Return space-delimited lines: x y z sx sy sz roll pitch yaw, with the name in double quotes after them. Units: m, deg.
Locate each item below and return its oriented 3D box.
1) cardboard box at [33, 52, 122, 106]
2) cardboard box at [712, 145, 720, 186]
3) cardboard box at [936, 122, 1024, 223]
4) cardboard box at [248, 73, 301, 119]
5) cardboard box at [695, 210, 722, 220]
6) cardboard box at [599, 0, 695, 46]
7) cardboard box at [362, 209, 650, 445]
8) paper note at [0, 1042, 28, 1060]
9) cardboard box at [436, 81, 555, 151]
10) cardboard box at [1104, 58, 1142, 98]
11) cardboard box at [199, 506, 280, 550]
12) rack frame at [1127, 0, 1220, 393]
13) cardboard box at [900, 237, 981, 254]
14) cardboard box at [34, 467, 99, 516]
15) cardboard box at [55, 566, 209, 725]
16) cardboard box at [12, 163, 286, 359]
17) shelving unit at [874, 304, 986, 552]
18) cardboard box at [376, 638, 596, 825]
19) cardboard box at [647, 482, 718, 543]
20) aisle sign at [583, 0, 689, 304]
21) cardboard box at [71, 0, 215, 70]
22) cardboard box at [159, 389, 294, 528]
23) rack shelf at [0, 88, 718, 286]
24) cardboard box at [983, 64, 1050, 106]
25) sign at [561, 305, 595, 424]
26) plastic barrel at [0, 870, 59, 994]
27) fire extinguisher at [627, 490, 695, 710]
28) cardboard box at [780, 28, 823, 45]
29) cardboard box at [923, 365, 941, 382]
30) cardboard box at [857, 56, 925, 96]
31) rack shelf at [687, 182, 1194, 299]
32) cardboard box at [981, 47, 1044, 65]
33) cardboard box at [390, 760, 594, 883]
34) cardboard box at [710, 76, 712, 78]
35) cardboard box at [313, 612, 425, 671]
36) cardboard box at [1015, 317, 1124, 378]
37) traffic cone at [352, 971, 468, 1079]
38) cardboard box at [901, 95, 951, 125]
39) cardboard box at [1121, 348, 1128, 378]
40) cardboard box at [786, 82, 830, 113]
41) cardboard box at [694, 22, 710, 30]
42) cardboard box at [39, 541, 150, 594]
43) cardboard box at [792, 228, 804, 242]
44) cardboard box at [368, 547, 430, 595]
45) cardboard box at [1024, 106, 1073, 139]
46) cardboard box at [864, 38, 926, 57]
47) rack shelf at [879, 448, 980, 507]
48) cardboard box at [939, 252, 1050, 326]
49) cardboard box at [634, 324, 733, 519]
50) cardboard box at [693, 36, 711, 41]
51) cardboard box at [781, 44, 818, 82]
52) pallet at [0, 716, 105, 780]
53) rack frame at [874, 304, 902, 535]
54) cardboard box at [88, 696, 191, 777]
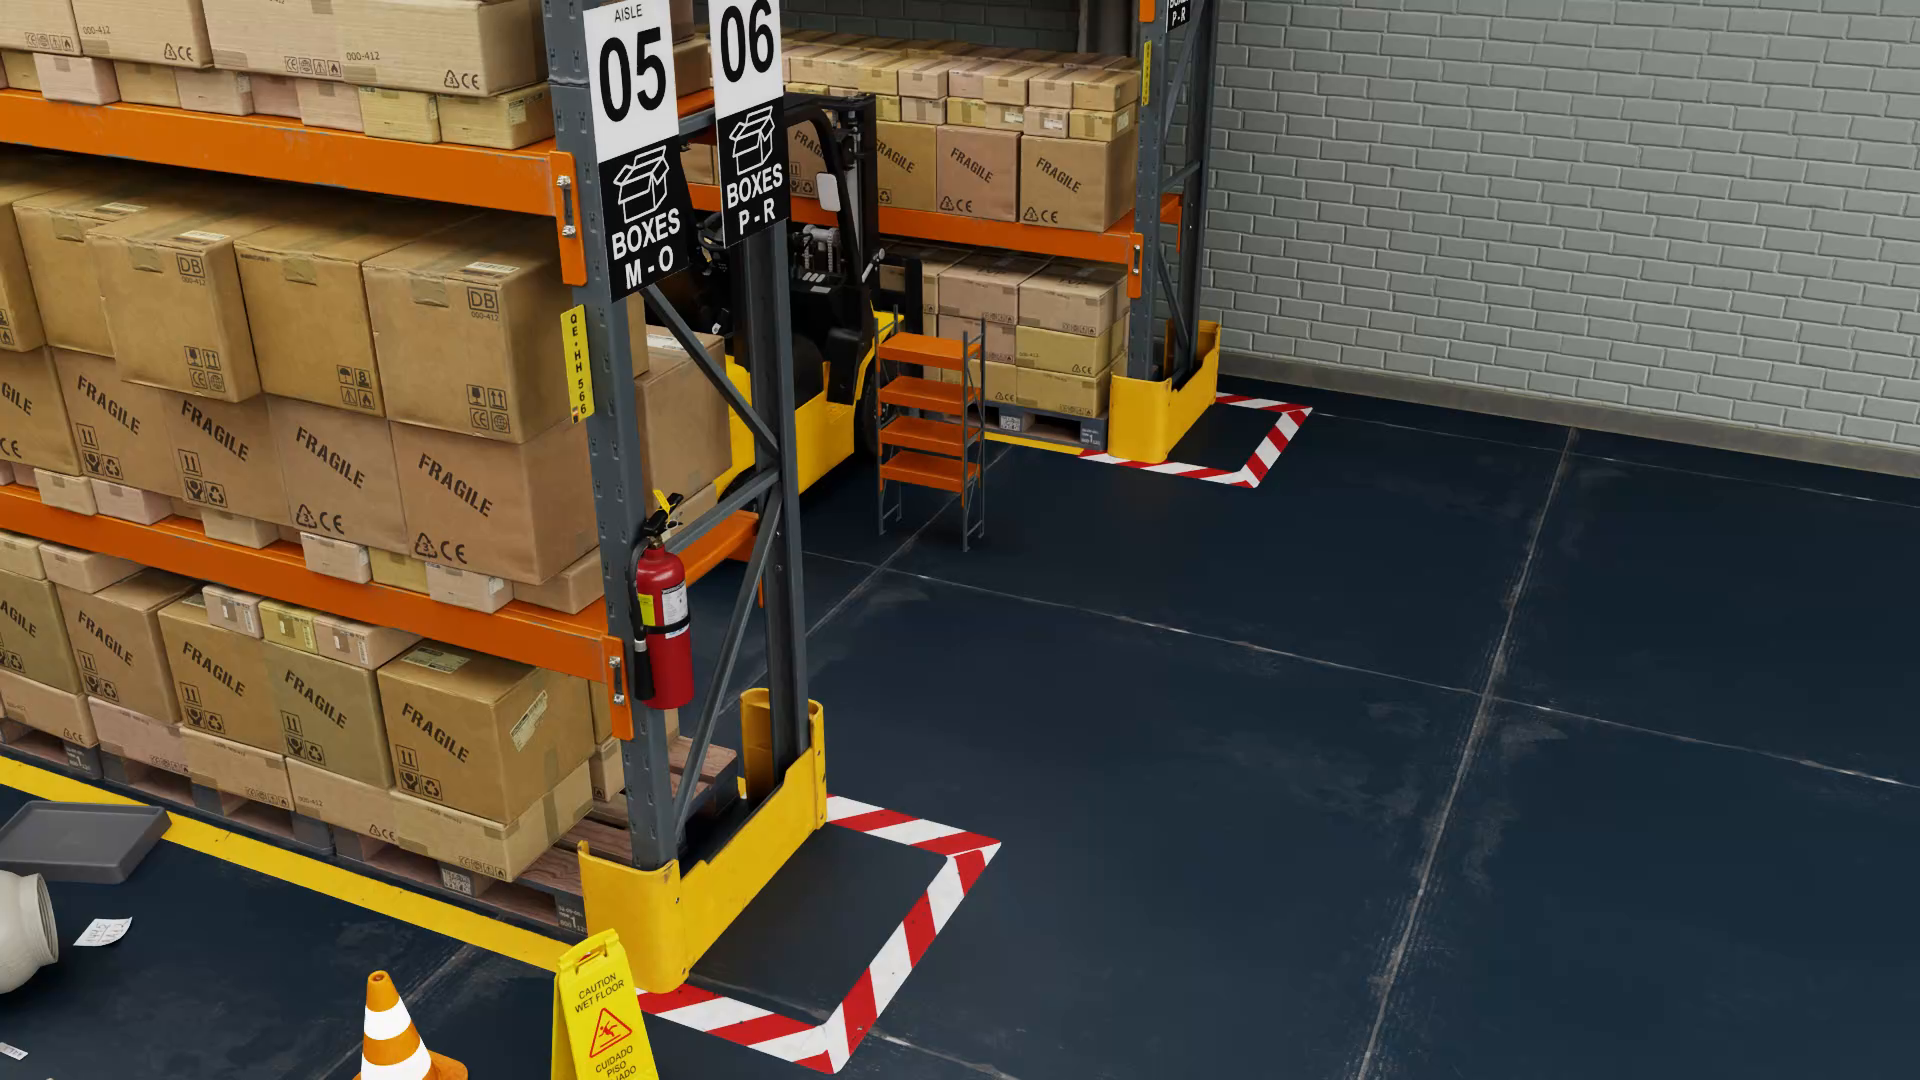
-2.686 -1.501 5.292 0.250 0.149 0.380 11 28 21 "cardboard box"
-1.181 -2.458 10.234 0.500 0.500 0.500 11 28 21 "cardboard box"
0.197 -2.177 9.662 0.500 0.500 0.500 12 29 23 "cardboard box"
-1.941 -1.406 5.098 0.250 0.149 0.380 12 28 22 "cardboard box"
-1.424 -2.085 11.095 0.500 0.250 0.500 11 28 21 "cardboard box"
-1.177 -1.664 5.170 0.500 0.250 0.500 11 28 21 "cardboard box"
-1.384 -0.685 5.164 0.500 0.500 0.700 11 28 21 "cardboard box"
-3.072 1.653 5.380 0.123 0.001 0.032 11 28 22 "paper note"
-1.270 -1.238 4.758 0.250 0.149 0.380 11 28 22 "cardboard box"
1.005 -2.666 9.584 0.250 0.149 0.380 11 28 21 "cardboard box"
-2.451 -0.128 5.898 0.250 0.149 0.380 11 28 21 "cardboard box"
1.222 -2.049 9.516 0.127 3.000 1.000 11 28 22 "rack frame"
-0.044 -1.802 10.520 0.500 0.250 0.500 11 28 21 "cardboard box"
-3.156 -0.247 6.140 0.250 0.149 0.380 12 28 22 "cardboard box"
-3.082 0.330 6.472 0.500 0.500 0.500 13 29 24 "cardboard box"
-2.746 -0.980 5.762 0.500 0.500 0.700 11 28 21 "cardboard box"
-0.151 -0.569 8.546 0.503 1.200 0.258 11 28 22 "shelving unit"
-1.666 0.615 5.894 0.500 0.500 0.500 12 28 22 "cardboard box"
-1.053 -0.085 5.812 0.250 0.149 0.380 11 28 22 "cardboard box"
-0.893 -1.091 4.627 0.004 0.787 0.394 11 28 22 "aisle sign"
-2.338 -1.635 5.112 0.500 0.250 0.500 12 29 23 "cardboard box"
-2.345 -0.406 5.728 0.500 0.500 0.500 11 28 22 "cardboard box"
-2.650 -1.441 5.700 4.000 0.370 1.077 11 28 22 "rack shelf"
0.322 -2.569 9.387 0.250 0.149 0.380 12 29 23 "cardboard box"
-1.077 -0.494 4.689 0.005 0.325 0.100 11 28 22 "sign"
-3.336 1.334 5.560 0.512 0.421 0.421 -12 29 -23 "plastic barrel"
-0.916 0.188 5.059 0.183 0.674 0.296 11 28 22 "fire extinguisher"
-1.064 -3.131 10.530 0.250 0.149 0.380 11 28 21 "cardboard box"
-0.237 -1.153 10.333 0.500 0.250 0.500 12 29 22 "cardboard box"
-0.394 -2.692 9.638 0.250 0.149 0.380 12 29 23 "cardboard box"
-0.598 -2.092 10.418 4.000 0.370 1.077 11 28 22 "rack shelf"
0.315 -2.821 9.899 0.250 0.149 0.380 12 28 22 "cardboard box"
-1.698 0.949 6.065 0.500 0.250 0.500 11 28 22 "cardboard box"
-1.559 -2.794 10.182 0.250 0.149 0.380 12 29 23 "cardboard box"
-2.028 0.283 5.832 0.250 0.149 0.380 12 29 23 "cardboard box"
0.650 -1.191 9.846 0.500 0.250 0.500 11 28 21 "cardboard box"
-1.755 1.526 5.127 0.334 0.463 0.336 11 28 22 "traffic cone"
-0.149 -2.522 9.629 0.250 0.149 0.380 10 28 20 "cardboard box"
0.856 -1.172 10.373 0.500 0.250 0.500 11 28 22 "cardboard box"
-0.838 -2.662 9.912 0.250 0.149 0.380 11 28 21 "cardboard box"
-1.792 -3.250 10.772 0.250 0.149 0.380 11 28 20 "cardboard box"
-3.241 0.039 6.330 0.250 0.149 0.380 13 29 25 "cardboard box"
-1.190 -1.785 10.486 0.500 0.250 0.500 12 29 24 "cardboard box"
-1.759 0.021 5.597 0.250 0.149 0.380 11 28 21 "cardboard box"
0.546 -2.370 9.321 0.250 0.149 0.380 12 29 23 "cardboard box"
-0.391 -2.960 10.182 0.250 0.149 0.380 12 28 22 "cardboard box"
-0.151 -0.330 8.664 0.480 0.148 0.258 11 28 22 "rack shelf"
0.207 -1.502 9.911 0.500 0.250 0.500 12 29 23 "cardboard box"
-1.145 -0.429 5.775 0.500 0.500 0.500 11 28 21 "cardboard box"
-1.740 -3.018 10.299 0.250 0.149 0.380 11 28 21 "cardboard box"
-1.046 -2.869 9.996 0.250 0.149 0.380 11 28 22 "cardboard box"
-3.844 0.576 7.342 1.213 0.211 1.003 11 28 22 "pallet"
-0.373 -0.613 8.637 0.015 1.200 0.240 11 28 22 "rack frame"
-3.070 0.667 6.637 0.500 0.250 0.500 11 28 21 "cardboard box"
